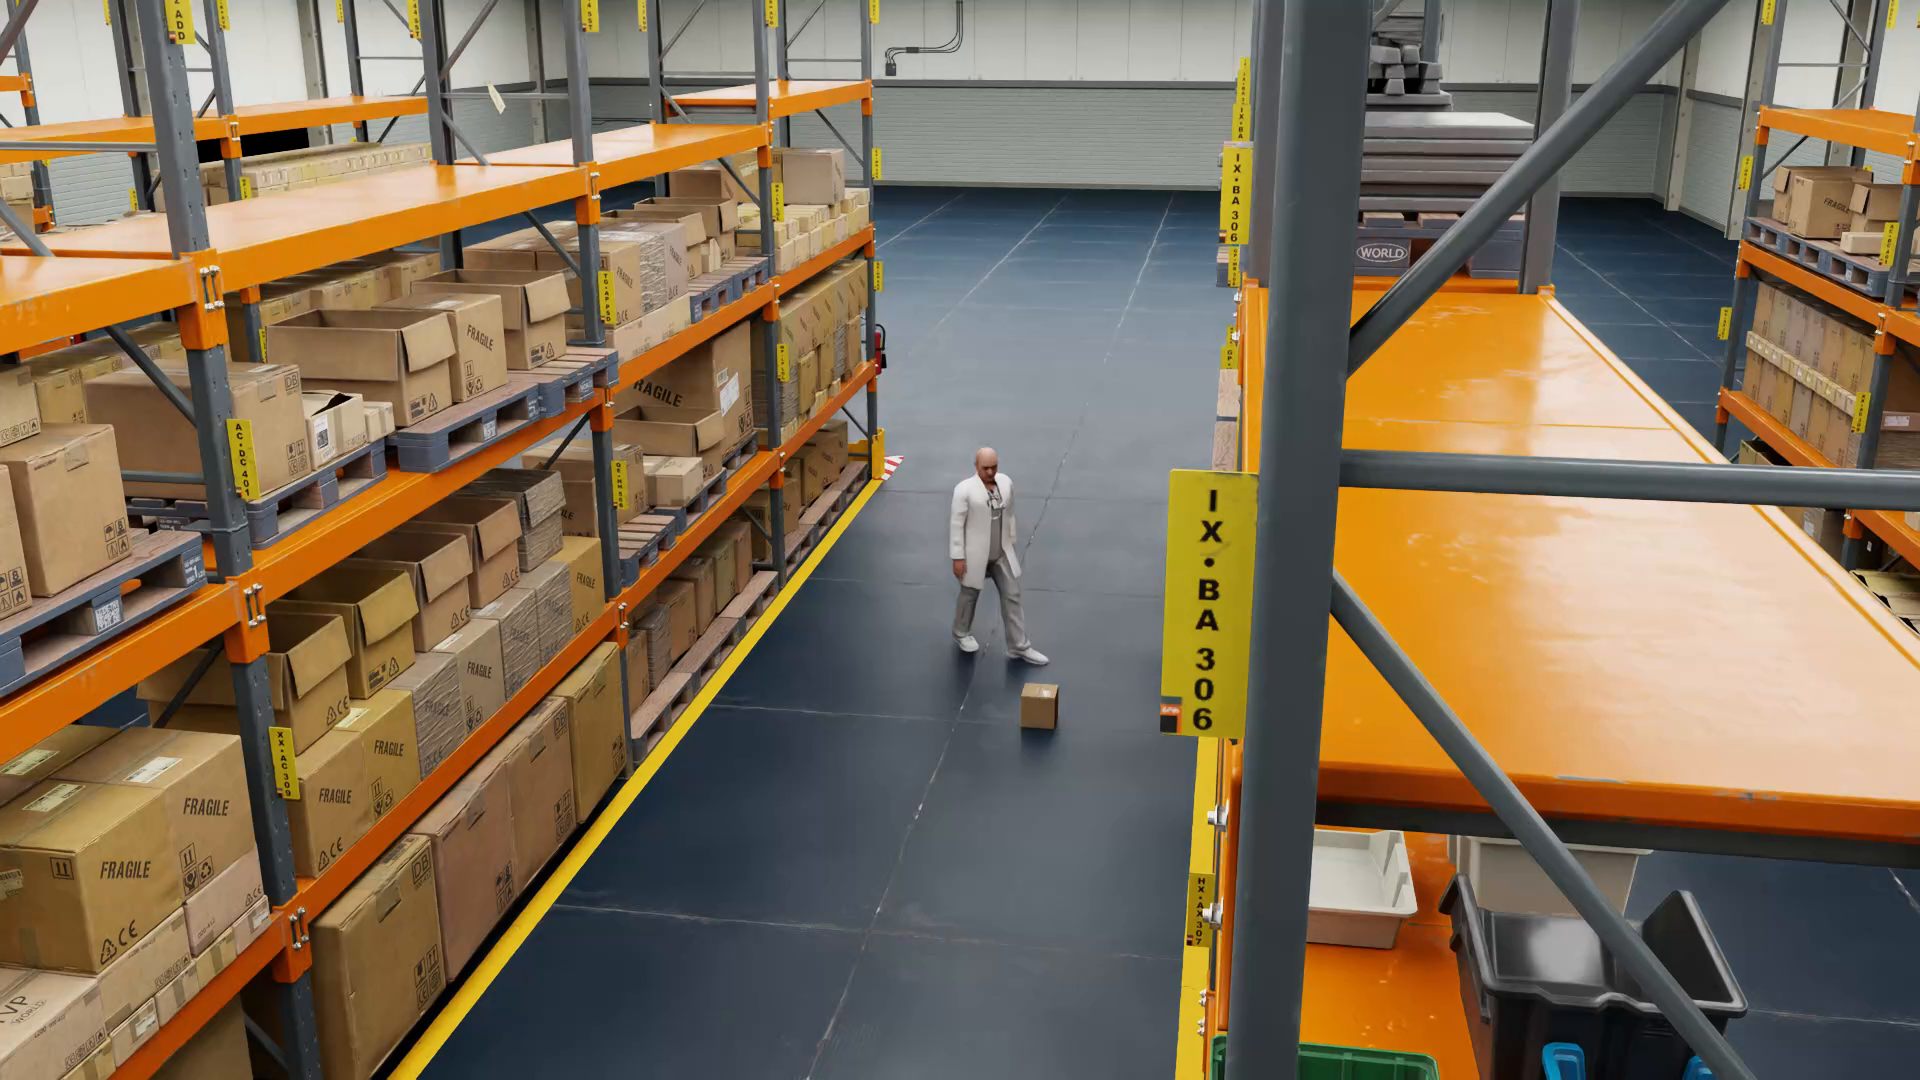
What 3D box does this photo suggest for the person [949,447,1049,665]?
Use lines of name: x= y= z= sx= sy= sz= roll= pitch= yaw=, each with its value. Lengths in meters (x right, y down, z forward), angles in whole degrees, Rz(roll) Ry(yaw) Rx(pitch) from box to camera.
person: x=0.227 y=0.103 z=13.248 sx=0.685 sy=1.767 sz=0.820 roll=-10 pitch=20 yaw=-28
